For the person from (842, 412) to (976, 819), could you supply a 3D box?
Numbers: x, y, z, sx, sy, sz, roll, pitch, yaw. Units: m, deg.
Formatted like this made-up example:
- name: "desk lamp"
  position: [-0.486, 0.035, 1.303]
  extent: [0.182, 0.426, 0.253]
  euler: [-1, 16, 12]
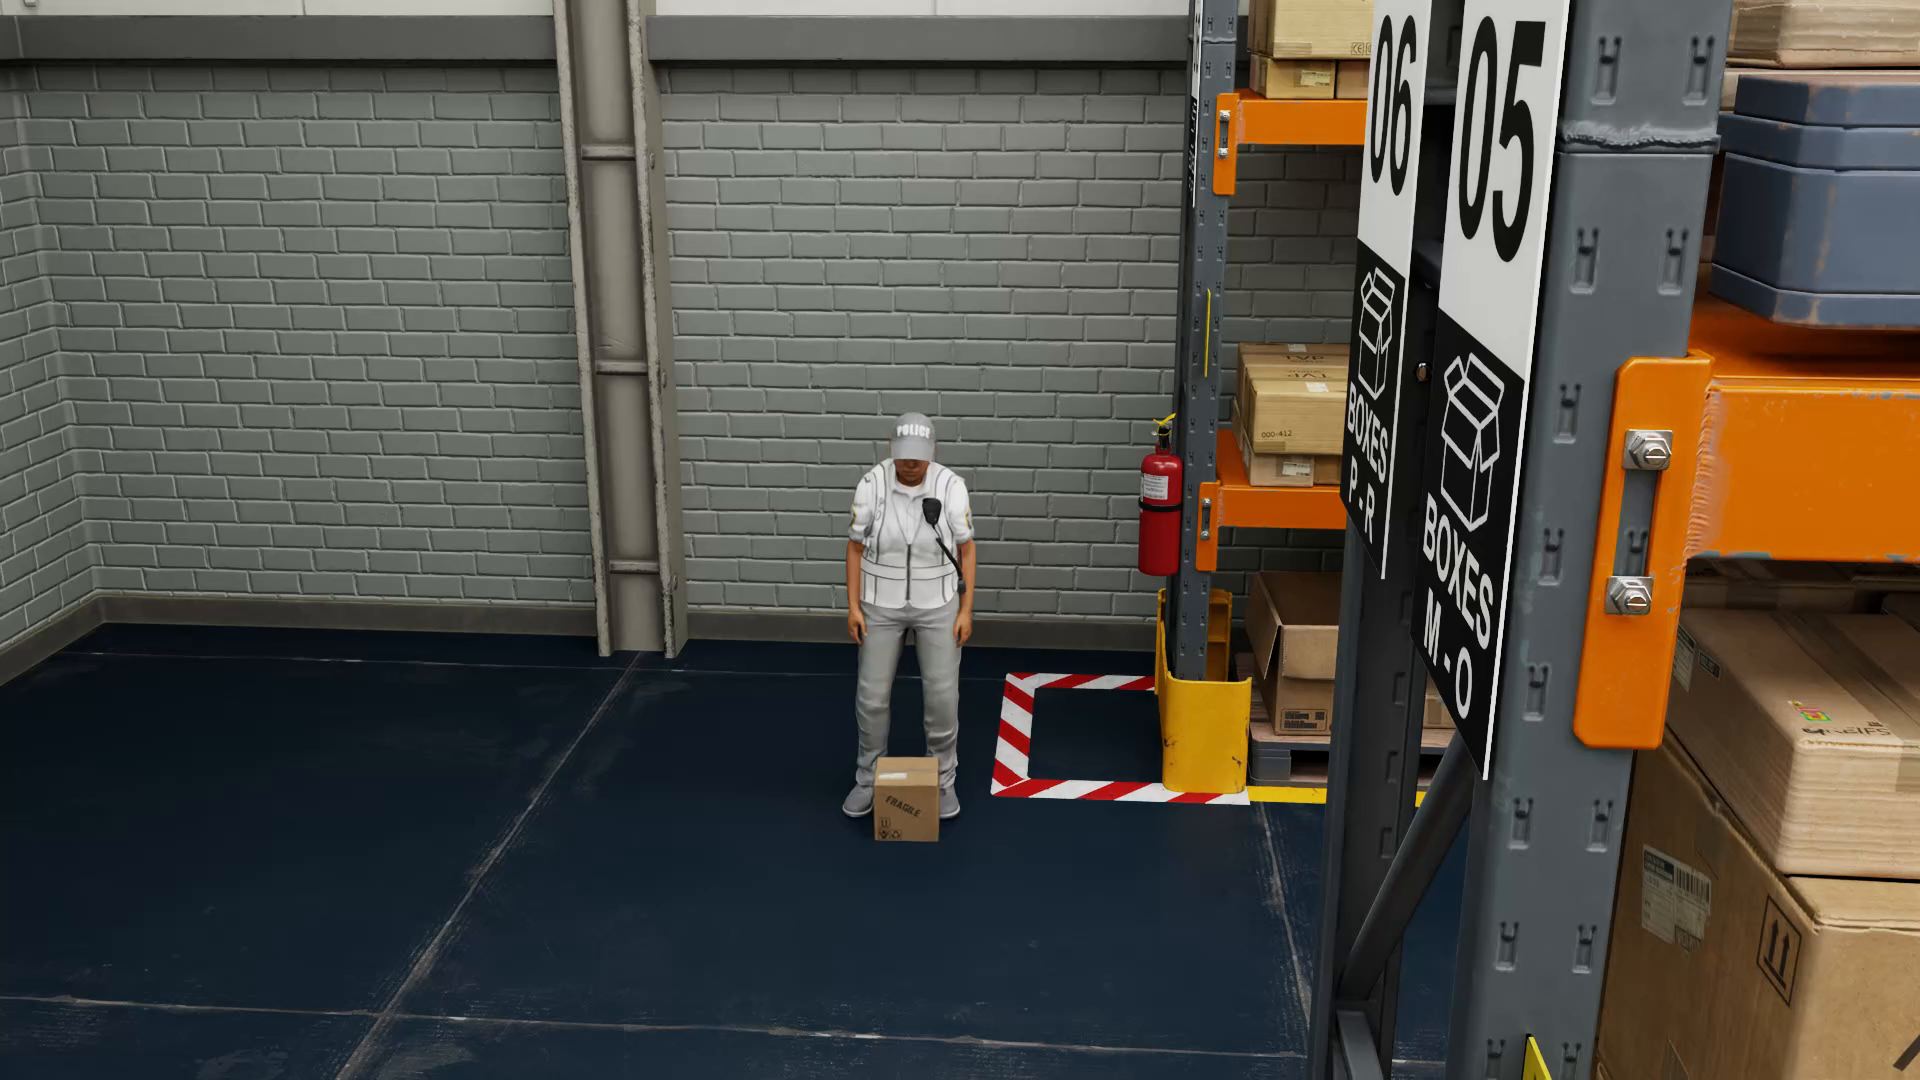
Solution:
- name: "person"
  position: [-0.207, 0.291, 6.624]
  extent: [0.540, 1.666, 0.464]
  euler: [1, 18, 2]
